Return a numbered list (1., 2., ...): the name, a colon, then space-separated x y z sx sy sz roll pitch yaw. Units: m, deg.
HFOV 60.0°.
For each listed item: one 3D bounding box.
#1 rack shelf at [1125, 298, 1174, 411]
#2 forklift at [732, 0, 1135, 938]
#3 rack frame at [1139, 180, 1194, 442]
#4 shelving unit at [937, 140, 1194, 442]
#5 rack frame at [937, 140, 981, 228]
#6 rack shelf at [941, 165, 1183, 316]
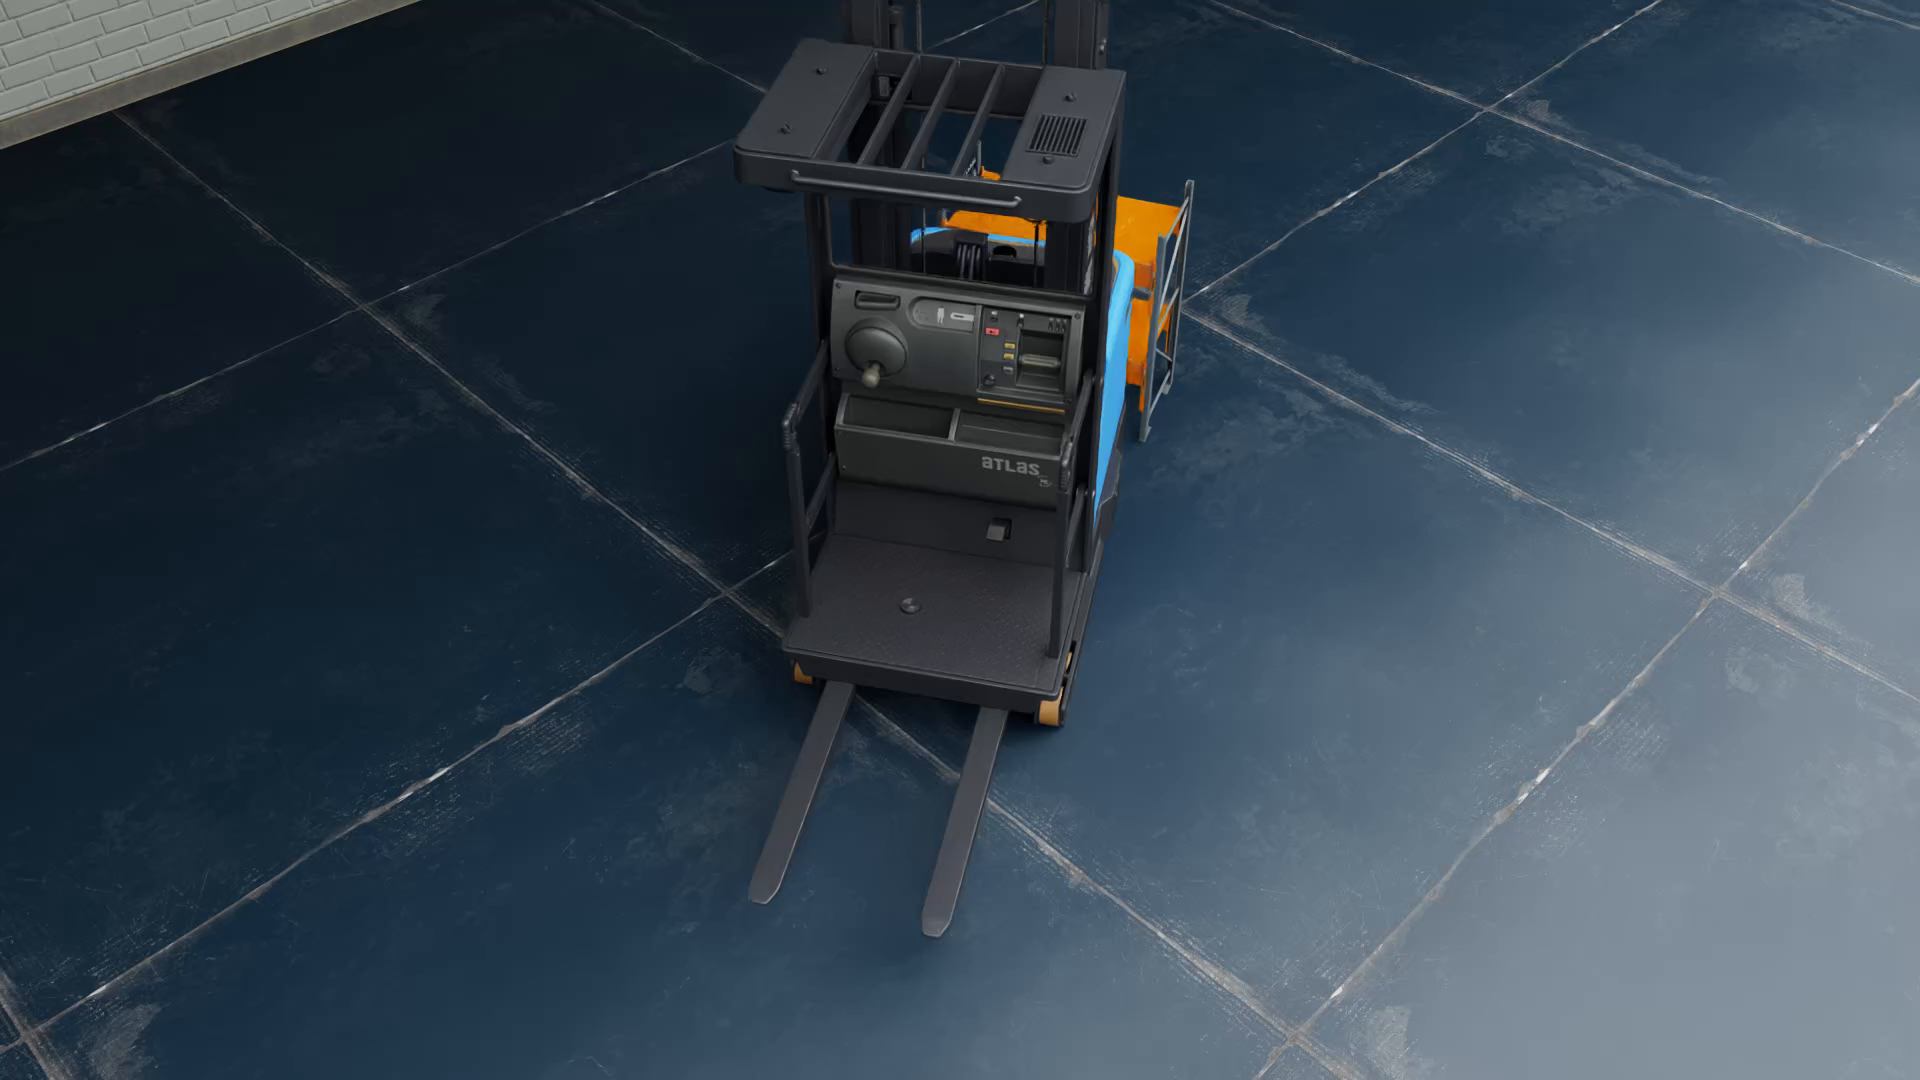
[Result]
1. rack shelf: 0.473 -0.983 7.963 1.000 0.278 0.538 14 45 15
2. forklift: -0.061 -0.627 5.886 1.130 2.935 3.031 9 43 9
3. rack frame: 0.949 -1.041 7.666 0.032 1.125 0.500 14 45 15
4. shelving unit: 0.473 -1.163 7.797 1.048 1.125 0.538 14 45 15
5. rack frame: -0.003 -1.284 7.928 0.032 1.125 0.500 14 45 15
6. rack shelf: 0.473 -1.378 7.598 1.000 0.278 0.538 14 45 15
